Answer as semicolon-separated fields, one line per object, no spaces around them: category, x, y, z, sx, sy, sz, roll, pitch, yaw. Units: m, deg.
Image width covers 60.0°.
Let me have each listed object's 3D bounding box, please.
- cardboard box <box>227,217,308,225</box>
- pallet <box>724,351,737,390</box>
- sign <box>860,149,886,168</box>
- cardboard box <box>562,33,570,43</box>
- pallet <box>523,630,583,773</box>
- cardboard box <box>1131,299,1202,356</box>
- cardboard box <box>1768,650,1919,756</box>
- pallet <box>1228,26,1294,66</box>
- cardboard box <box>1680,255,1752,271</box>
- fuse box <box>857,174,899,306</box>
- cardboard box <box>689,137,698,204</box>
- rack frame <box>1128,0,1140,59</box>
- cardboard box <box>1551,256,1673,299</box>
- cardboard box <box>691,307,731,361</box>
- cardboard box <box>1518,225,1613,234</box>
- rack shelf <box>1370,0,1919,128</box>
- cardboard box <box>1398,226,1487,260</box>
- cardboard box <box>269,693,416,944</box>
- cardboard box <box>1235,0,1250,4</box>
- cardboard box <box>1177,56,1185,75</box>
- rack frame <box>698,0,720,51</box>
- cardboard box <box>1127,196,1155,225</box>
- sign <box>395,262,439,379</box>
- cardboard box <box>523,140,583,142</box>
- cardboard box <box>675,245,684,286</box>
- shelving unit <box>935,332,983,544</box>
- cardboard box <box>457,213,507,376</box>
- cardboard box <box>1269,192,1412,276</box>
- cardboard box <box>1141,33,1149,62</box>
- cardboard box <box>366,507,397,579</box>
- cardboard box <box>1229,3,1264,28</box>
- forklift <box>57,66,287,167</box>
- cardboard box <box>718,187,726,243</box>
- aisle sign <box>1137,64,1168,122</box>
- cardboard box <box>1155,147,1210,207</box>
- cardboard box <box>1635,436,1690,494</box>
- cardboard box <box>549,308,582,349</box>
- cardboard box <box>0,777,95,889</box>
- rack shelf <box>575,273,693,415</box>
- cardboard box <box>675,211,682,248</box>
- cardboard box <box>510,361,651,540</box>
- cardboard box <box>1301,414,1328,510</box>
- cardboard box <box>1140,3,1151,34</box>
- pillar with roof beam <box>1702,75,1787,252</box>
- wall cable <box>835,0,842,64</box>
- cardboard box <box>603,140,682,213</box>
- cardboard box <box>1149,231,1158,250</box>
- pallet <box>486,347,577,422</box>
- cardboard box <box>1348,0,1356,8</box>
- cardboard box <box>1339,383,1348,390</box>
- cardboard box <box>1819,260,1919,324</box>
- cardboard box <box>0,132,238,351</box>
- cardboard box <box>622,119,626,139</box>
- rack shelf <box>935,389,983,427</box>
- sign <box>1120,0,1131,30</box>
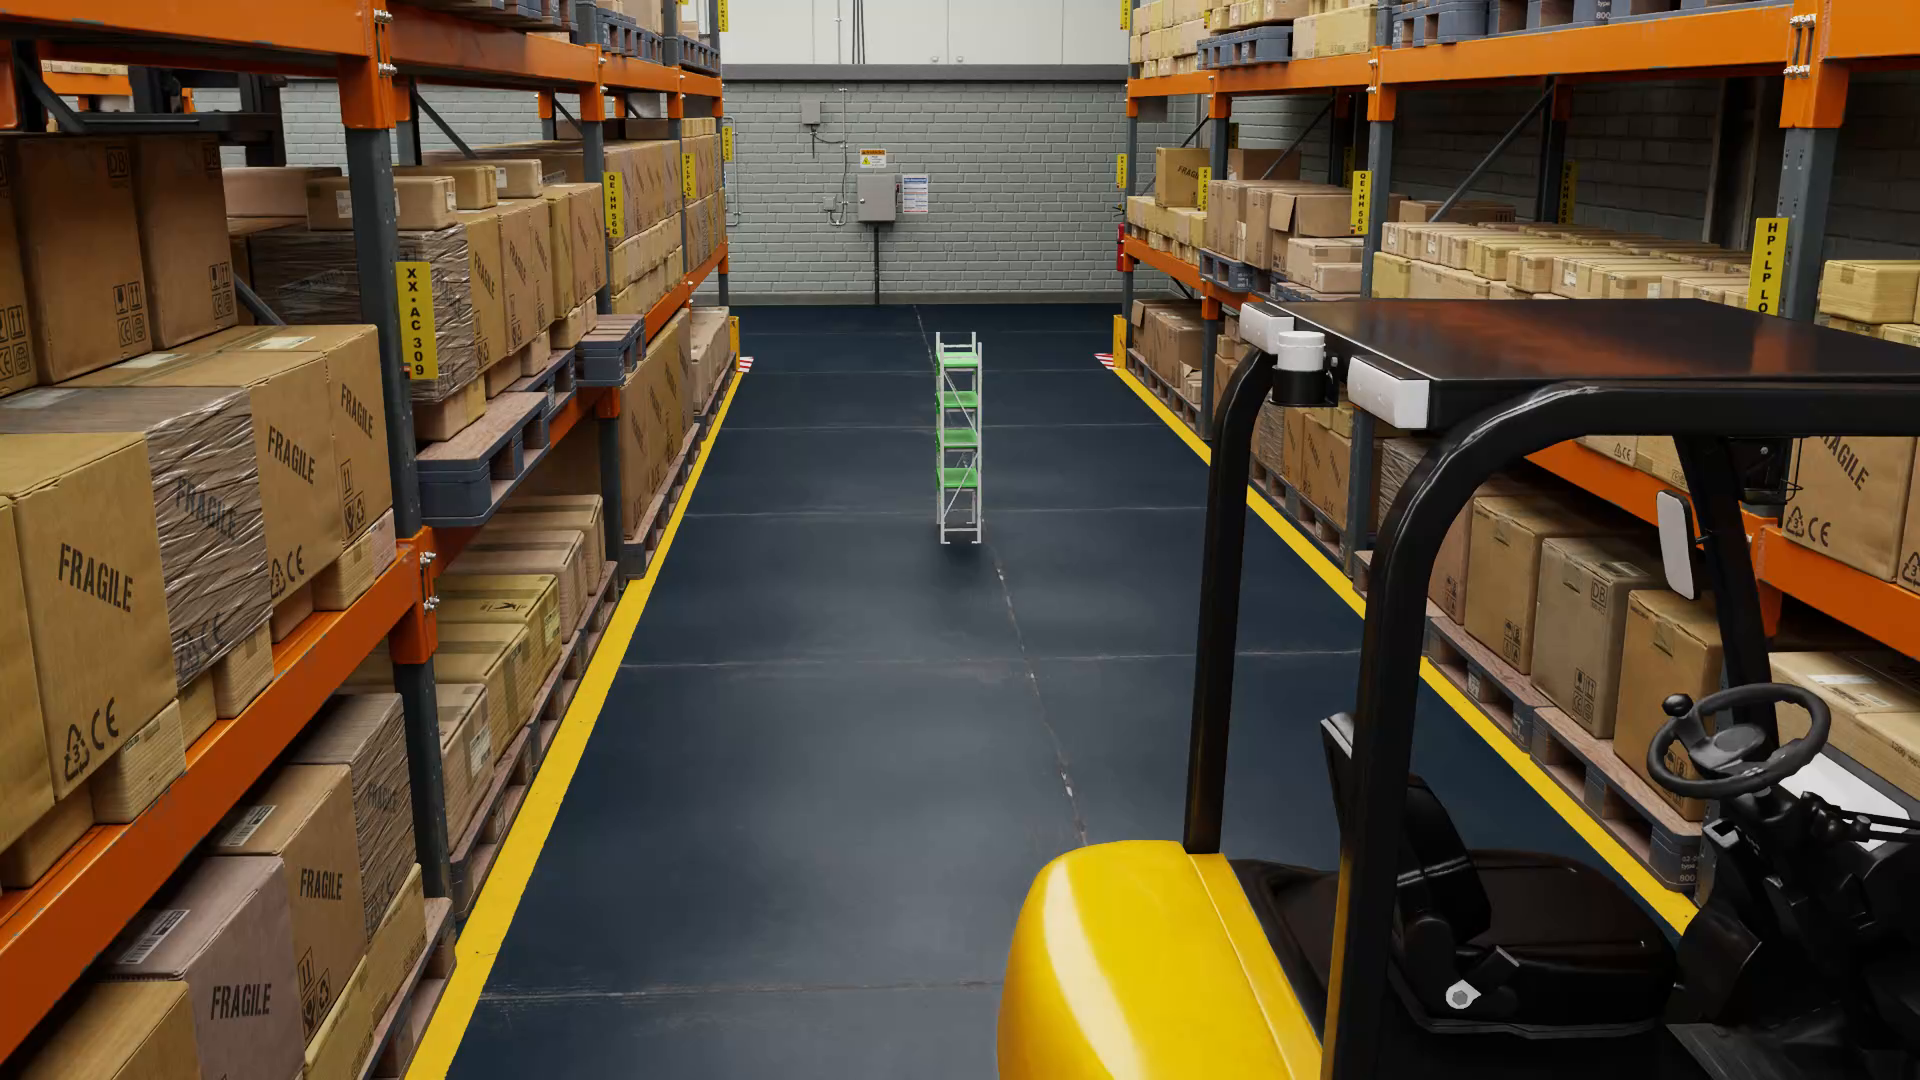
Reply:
cardboard box;-2.352;-0.813;5.527;0.500;0.500;0.500;-1;14;-3
pallet;-2.678;-1.619;15.895;1.003;0.211;1.213;-1;14;-3
sign;-1.141;-5.016;21.844;0.339;0.242;0.001;-1;14;-3
cardboard box;-2.081;-2.434;7.949;0.380;0.149;0.250;-1;14;-3
pallet;-2.191;0.670;6.999;1.003;0.211;1.213;-1;14;-3
cardboard box;2.091;-2.086;16.279;0.797;0.503;0.637;-1;15;-6
cardboard box;2.608;0.509;4.698;0.500;0.250;0.500;-1;14;-4
pallet;2.434;-3.190;10.764;1.213;0.211;1.003;-1;14;-3
cardboard box;3.058;-1.032;6.513;0.380;0.149;0.250;-1;14;-4
fuse box;-1.073;-3.941;21.911;0.539;1.711;0.414;-1;14;-3
cardboard box;-2.371;-2.953;13.276;0.500;0.500;0.500;-1;14;-4
rack frame;2.148;-6.150;15.870;1.000;3.000;0.127;-1;14;-3
cardboard box;2.540;-1.022;6.475;0.380;0.149;0.250;-1;14;-3
cardboard box;-2.665;-1.967;15.951;0.875;0.438;0.875;-1;14;-5
cardboard box;2.994;-1.477;8.243;0.380;0.149;0.250;-1;14;-2
rack shelf;2.768;-1.862;6.667;1.077;0.370;4.000;-1;14;-3
cardboard box;2.387;-1.468;8.208;0.380;0.149;0.250;-1;14;-2
cardboard box;-1.758;0.725;4.358;0.500;0.500;0.500;-1;14;-4
cardboard box;2.080;-3.703;11.243;0.380;0.149;0.250;-1;14;-4
cardboard box;2.039;-3.984;13.977;0.380;0.149;0.250;-1;14;-3
rack frame;-2.806;-6.073;15.569;1.000;3.000;0.127;-1;14;-3
cardboard box;1.907;-3.199;16.144;0.500;0.250;0.500;-1;14;-3
sign;-1.521;-0.612;4.649;0.100;0.325;0.005;-1;14;-3
cardboard box;-2.818;-2.591;11.870;0.500;0.500;0.500;-1;14;-3
cardboard box;-2.279;-1.992;12.050;0.500;0.250;0.500;-1;14;-5
shelving unit;-0.010;-0.622;10.037;0.258;1.200;0.503;-1;14;-3
cardboard box;-1.837;-0.824;5.570;0.500;0.500;0.500;-1;14;-3
cardboard box;2.358;-1.912;10.386;0.797;0.503;0.637;-1;14;-5
cardboard box;1.955;-4.528;15.290;0.500;0.250;0.500;-1;14;-2
cardboard box;-1.738;0.014;4.456;0.380;0.149;0.250;-1;14;-4
cardboard box;2.043;-3.562;11.290;0.380;0.149;0.250;-1;14;-3
forklift;-5.041;-1.746;10.931;1.130;2.935;3.031;0;14;-1
cardboard box;-2.512;-3.100;15.853;0.500;0.500;0.500;-1;14;-3
aisle sign;1.851;-4.516;16.342;0.394;0.787;0.004;-1;14;-3
cardboard box;2.001;-3.189;14.601;0.500;0.500;0.500;-1;14;-2
cardboard box;2.599;-0.309;5.509;0.500;0.250;0.500;-1;14;-2
cardboard box;-1.867;-0.923;7.255;0.380;0.149;0.250;-1;14;-2
cardboard box;-1.677;0.458;2.732;0.380;0.149;0.250;-1;14;-5
rack shelf;-2.434;-1.327;10.606;1.077;0.370;4.000;-1;14;-3
cardboard box;-2.288;-2.236;11.995;0.500;0.250;0.500;-1;14;-3
cardboard box;-2.270;-0.525;9.468;0.875;0.875;0.875;-1;14;-4
cardboard box;2.382;-0.474;10.024;0.500;0.500;0.500;-1;14;-4
cardboard box;1.938;-4.770;15.226;0.500;0.250;0.500;-1;14;-4
pillar with roof beam;-0.673;-3.784;6.673;9.100;9.000;0.400;-1;14;-3
wall cable;-2.689;-7.494;21.092;2.355;3.000;0.029;-1;14;-3
cardboard box;-2.280;-2.598;11.896;0.500;0.500;0.500;0;14;-2
cardboard box;1.925;-2.716;15.066;0.380;0.149;0.250;-1;14;-5
pallet;-2.147;-0.593;6.696;1.003;0.211;1.213;-1;14;-3
cardboard box;2.394;-3.043;9.316;0.380;0.149;0.250;-1;14;-2
cardboard box;2.369;-0.881;10.302;0.380;0.149;0.250;0;14;-2
cardboard box;2.615;-0.683;4.562;0.380;0.149;0.250;-1;14;-2
cardboard box;-2.252;-0.747;4.105;0.700;0.500;0.500;-1;14;-4
cardboard box;-2.808;-3.220;13.013;0.380;0.149;0.250;-1;14;-3
rack shelf;-0.010;-0.793;9.993;0.258;0.148;0.480;-1;14;-3
sign;1.606;-5.112;16.102;0.100;0.325;0.005;-1;14;-3
